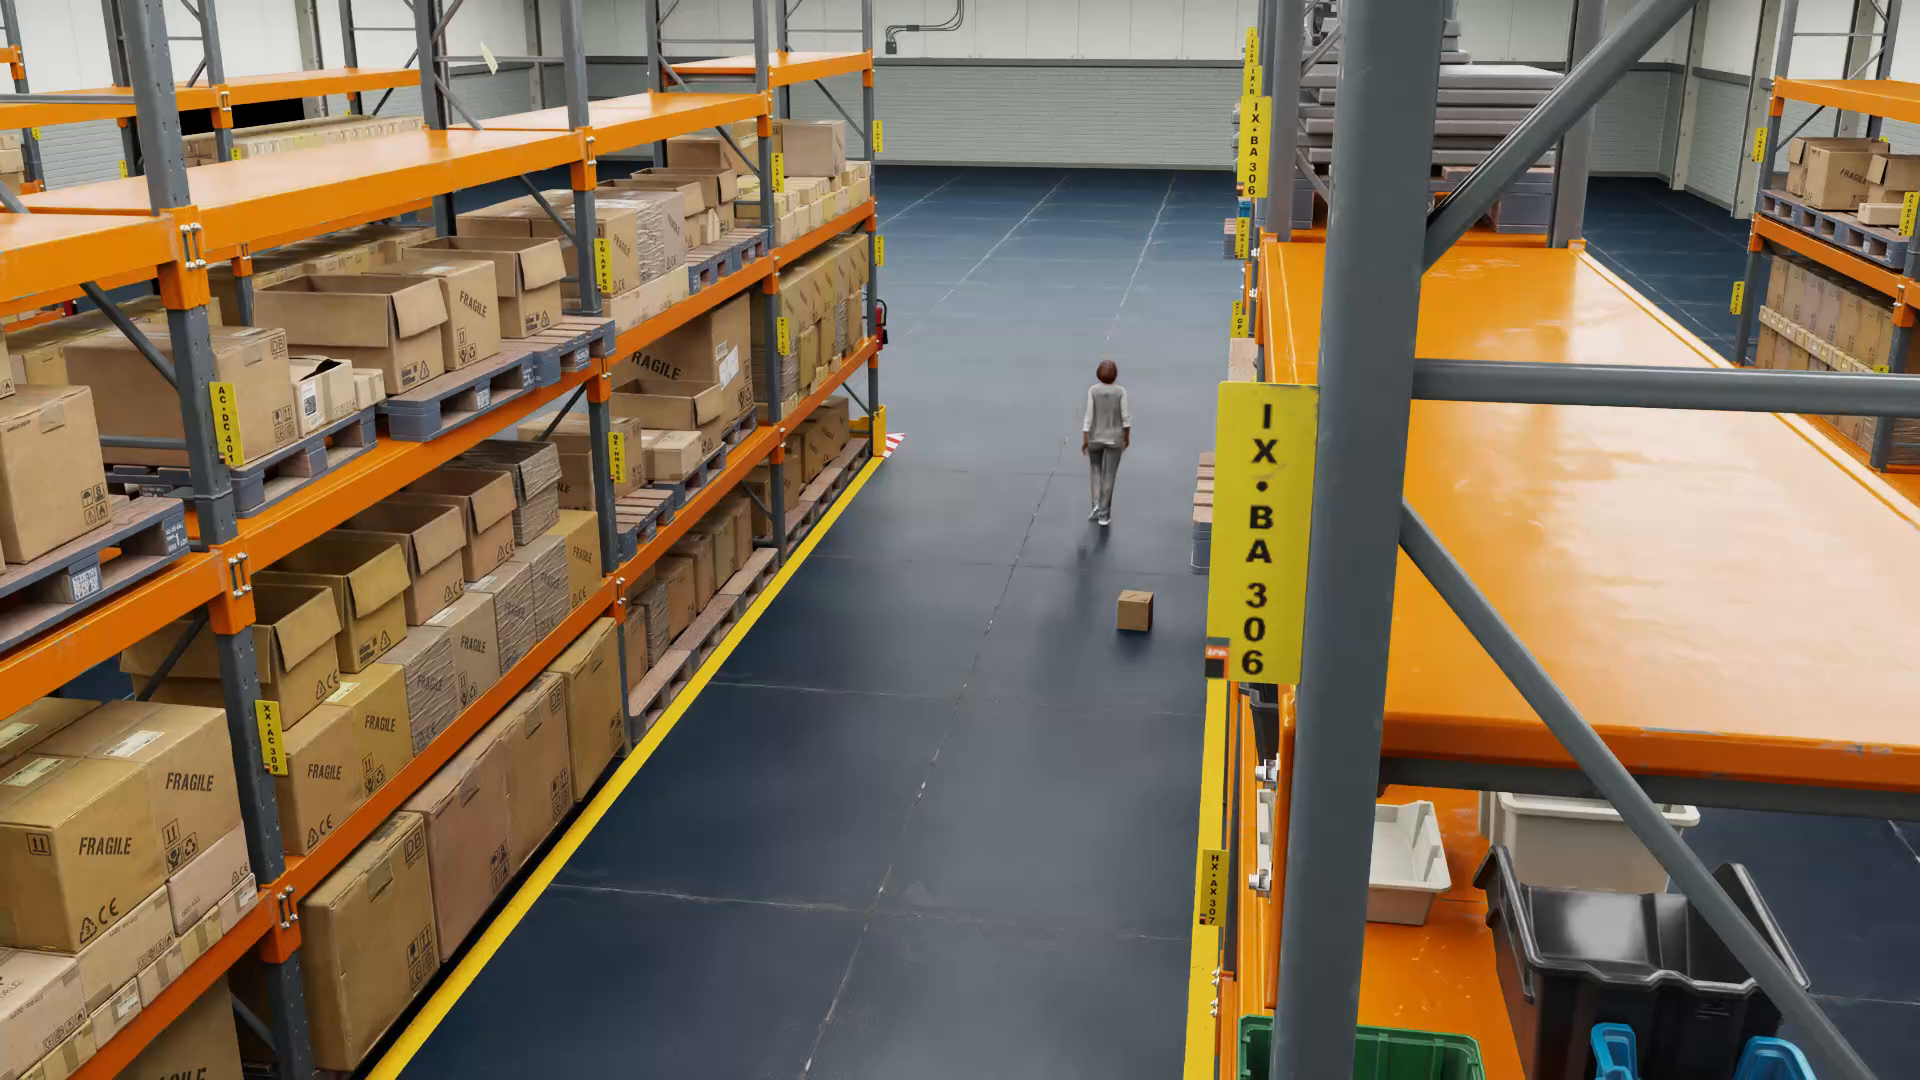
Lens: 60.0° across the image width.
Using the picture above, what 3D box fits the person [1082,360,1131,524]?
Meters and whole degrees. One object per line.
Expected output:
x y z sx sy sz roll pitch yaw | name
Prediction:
1.399 -0.919 15.889 0.451 1.649 0.519 4 19 11 | person
